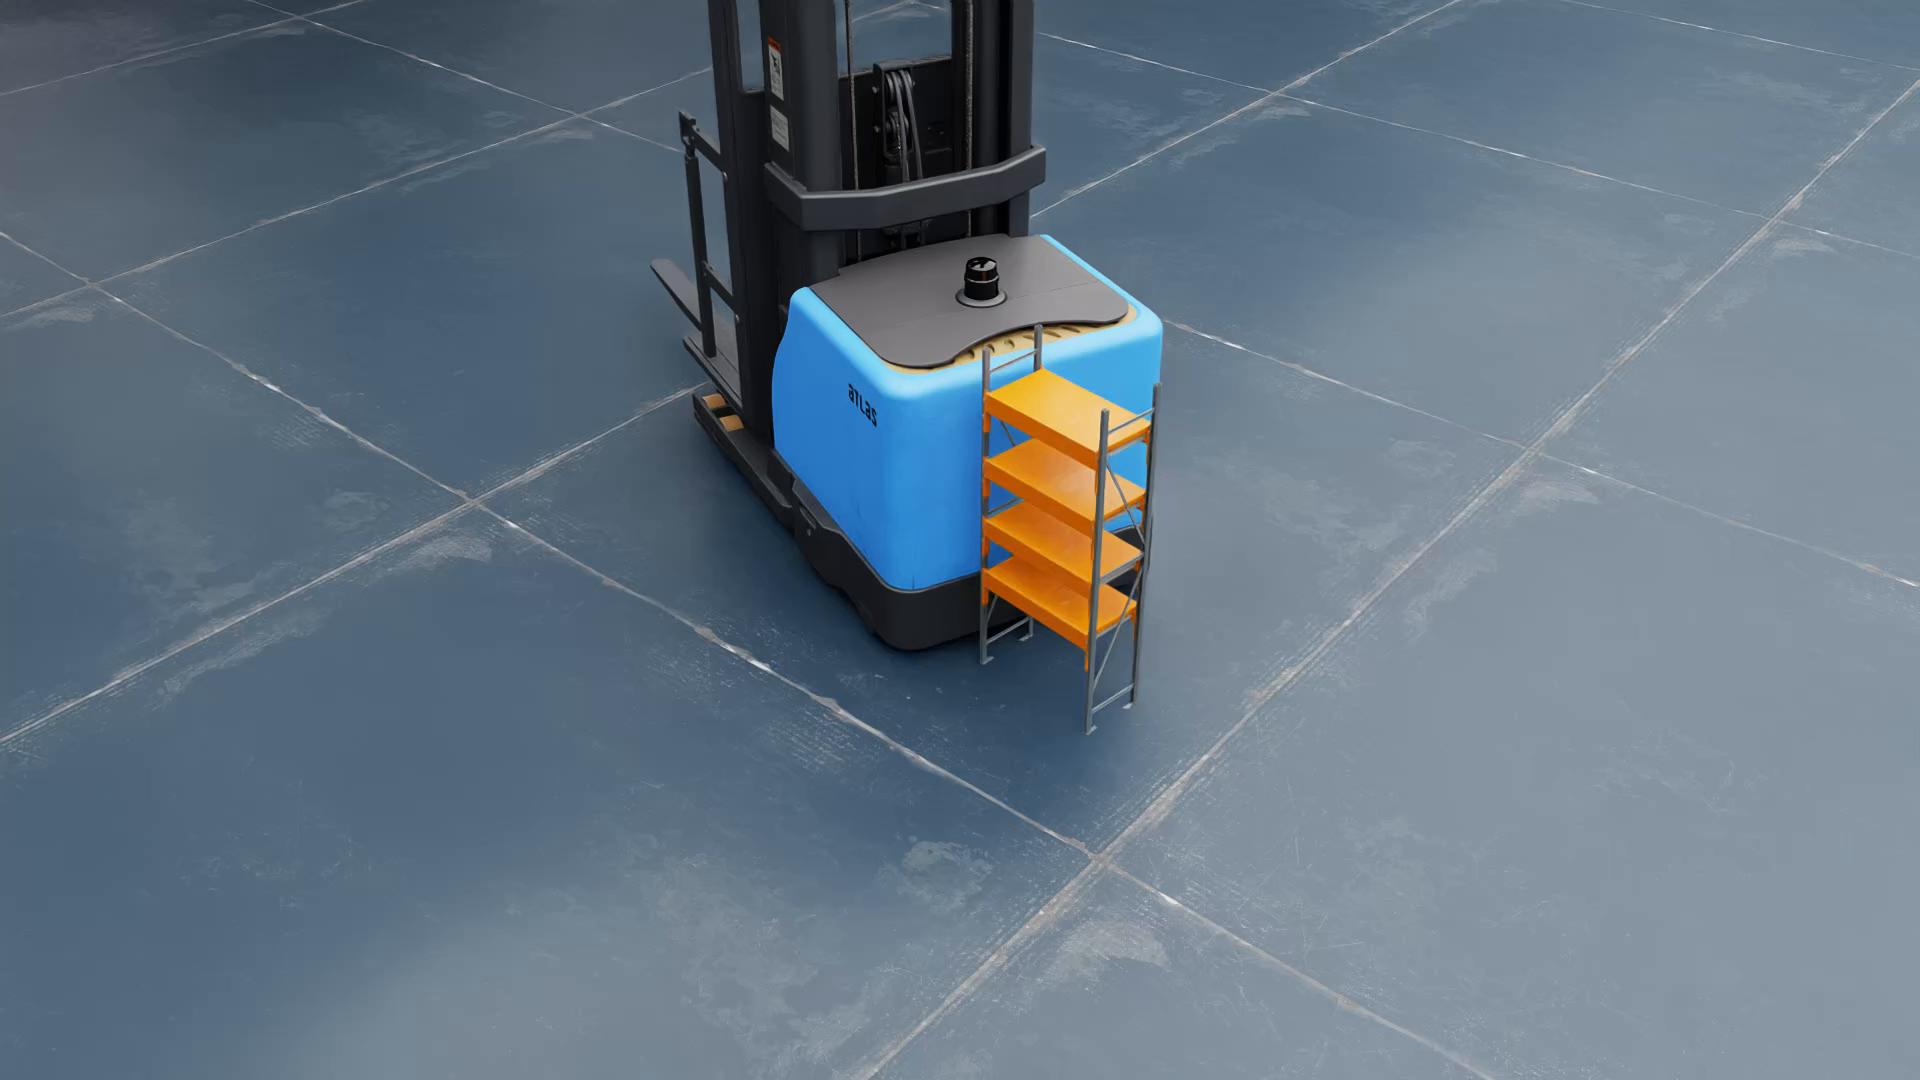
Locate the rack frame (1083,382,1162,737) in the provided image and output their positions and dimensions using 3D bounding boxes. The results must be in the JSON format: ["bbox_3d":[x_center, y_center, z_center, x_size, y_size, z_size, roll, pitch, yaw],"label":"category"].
[{"bbox_3d":[0.489,0.087,5.064,0.240,1.200,0.015,-27,43,-34],"label":"rack frame"}]

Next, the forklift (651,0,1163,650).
[{"bbox_3d":[-0.446,-1.655,6.070,1.130,2.935,3.031,-16,38,-22],"label":"forklift"}]

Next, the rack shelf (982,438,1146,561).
[{"bbox_3d":[0.324,-0.144,5.124,0.258,0.148,0.480,-27,43,-34],"label":"rack shelf"}]

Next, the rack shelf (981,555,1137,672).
[{"bbox_3d":[0.324,0.204,5.363,0.258,0.148,0.480,-27,43,-34],"label":"rack shelf"}]

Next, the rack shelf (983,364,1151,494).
[{"bbox_3d":[0.324,-0.339,4.990,0.258,0.148,0.480,-27,43,-34],"label":"rack shelf"}]

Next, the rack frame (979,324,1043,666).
[{"bbox_3d":[0.160,-0.117,5.361,0.240,1.200,0.015,-27,43,-34],"label":"rack frame"}]

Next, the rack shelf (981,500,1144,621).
[{"bbox_3d":[0.324,0.040,5.250,0.258,0.148,0.480,-27,43,-34],"label":"rack shelf"}]

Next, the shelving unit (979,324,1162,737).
[{"bbox_3d":[0.324,-0.015,5.212,0.258,1.200,0.503,-27,43,-34],"label":"shelving unit"}]
